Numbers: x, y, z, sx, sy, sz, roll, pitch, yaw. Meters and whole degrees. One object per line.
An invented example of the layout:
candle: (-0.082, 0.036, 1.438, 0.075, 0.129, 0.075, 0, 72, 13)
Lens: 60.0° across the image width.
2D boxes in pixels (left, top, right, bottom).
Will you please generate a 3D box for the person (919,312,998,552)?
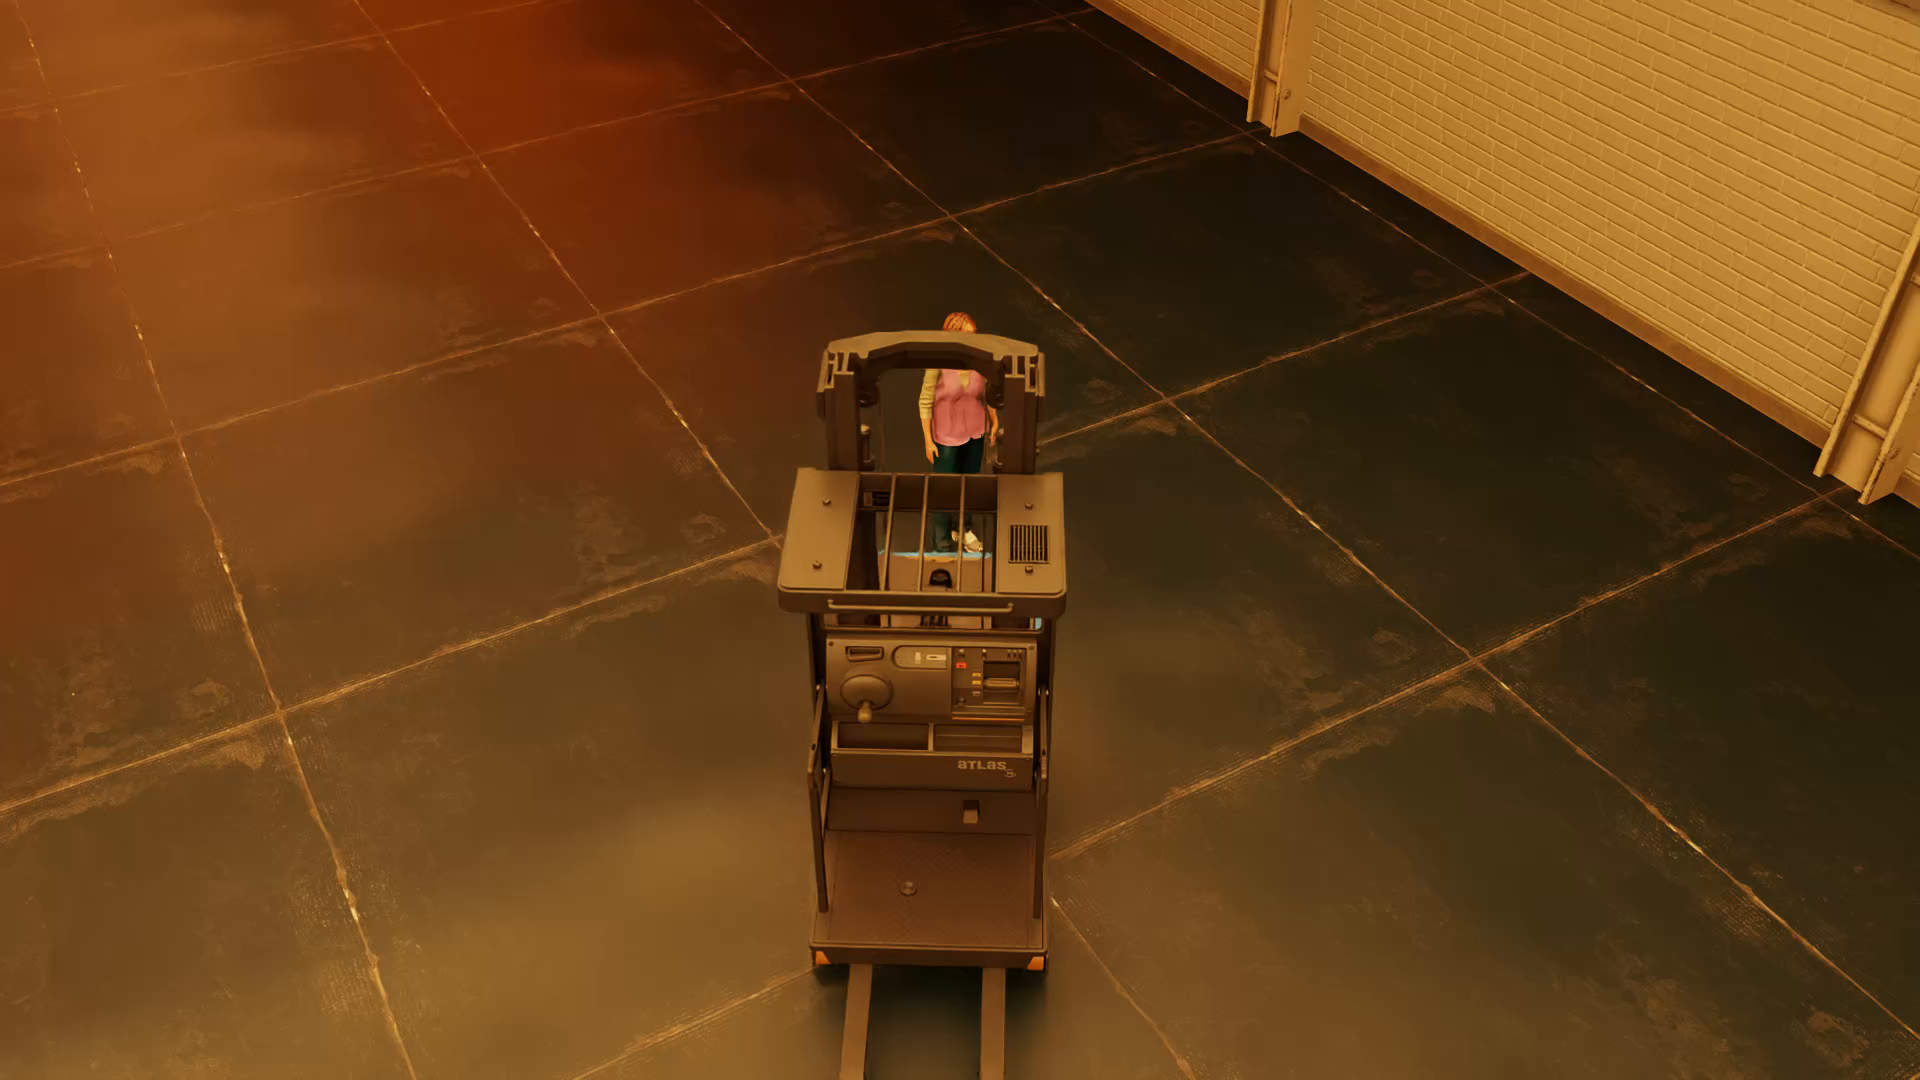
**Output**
person: (0.025, -0.575, 9.763, 0.520, 1.596, 0.475, -20, 44, -23)

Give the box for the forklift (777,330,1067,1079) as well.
forklift: (-0.131, 0.697, 7.196, 1.130, 2.935, 3.031, 1, 40, 1)
